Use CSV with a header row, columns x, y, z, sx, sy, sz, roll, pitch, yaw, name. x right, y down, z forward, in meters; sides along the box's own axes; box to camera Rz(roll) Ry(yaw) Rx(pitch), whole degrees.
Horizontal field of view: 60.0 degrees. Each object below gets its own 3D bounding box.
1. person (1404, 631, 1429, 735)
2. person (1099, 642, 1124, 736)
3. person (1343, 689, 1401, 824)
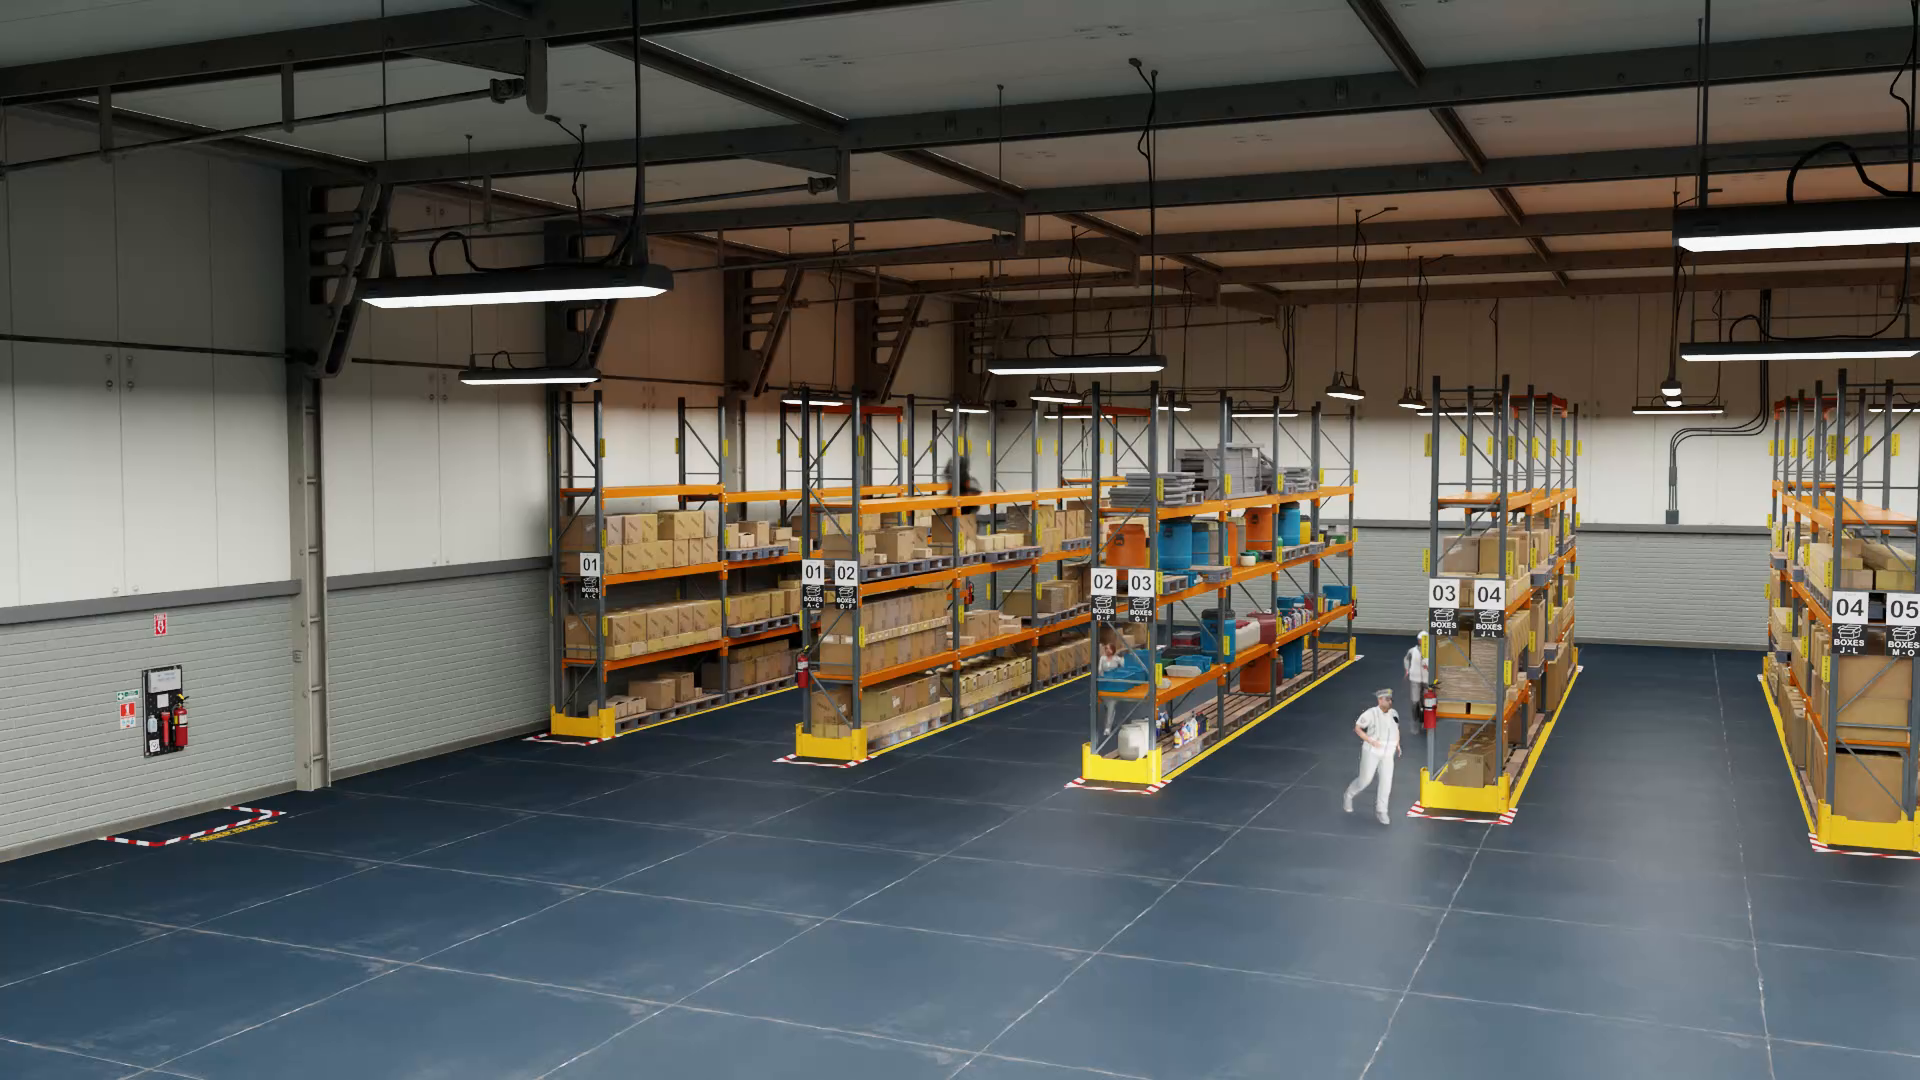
x,y,z,sx,sy,sz,roll,pitch,yaw,name
8.105,2.510,29.174,0.624,1.830,0.752,1,3,15,person
2.635,2.587,29.171,0.537,1.587,0.860,1,3,18,person
5.681,2.877,22.470,0.736,1.751,0.974,-1,3,-14,person
